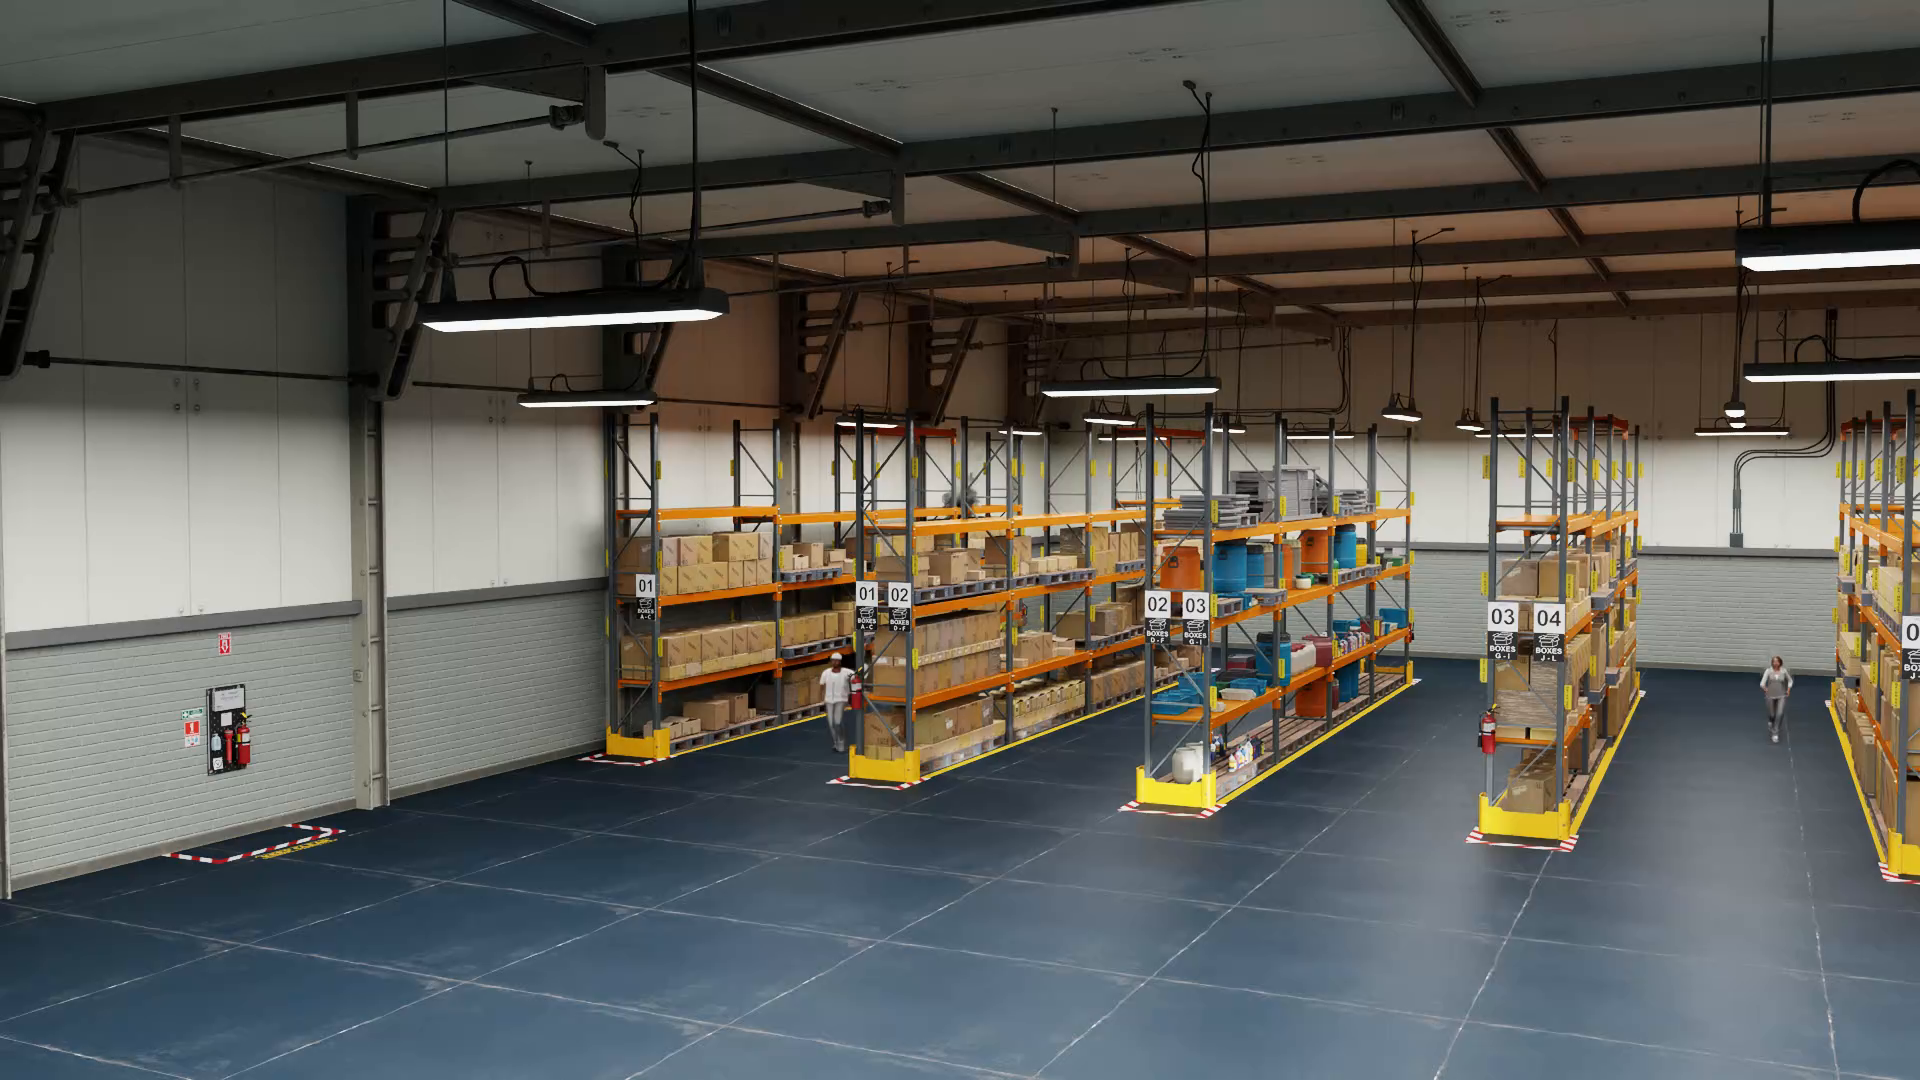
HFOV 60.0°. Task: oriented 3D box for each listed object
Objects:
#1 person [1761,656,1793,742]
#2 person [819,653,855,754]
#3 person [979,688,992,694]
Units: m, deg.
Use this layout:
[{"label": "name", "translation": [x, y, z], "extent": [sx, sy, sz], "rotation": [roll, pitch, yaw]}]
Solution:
[{"label": "person", "translation": [15.165, 2.935, 30.878], "extent": [0.548, 1.574, 0.729], "rotation": [1, 3, 25]}, {"label": "person", "translation": [-2.197, 2.890, 29.441], "extent": [0.676, 1.783, 0.661], "rotation": [1, 3, 17]}, {"label": "person", "translation": [0.493, 2.698, 34.386], "extent": [0.700, 1.723, 0.582], "rotation": [1, 3, 27]}]
